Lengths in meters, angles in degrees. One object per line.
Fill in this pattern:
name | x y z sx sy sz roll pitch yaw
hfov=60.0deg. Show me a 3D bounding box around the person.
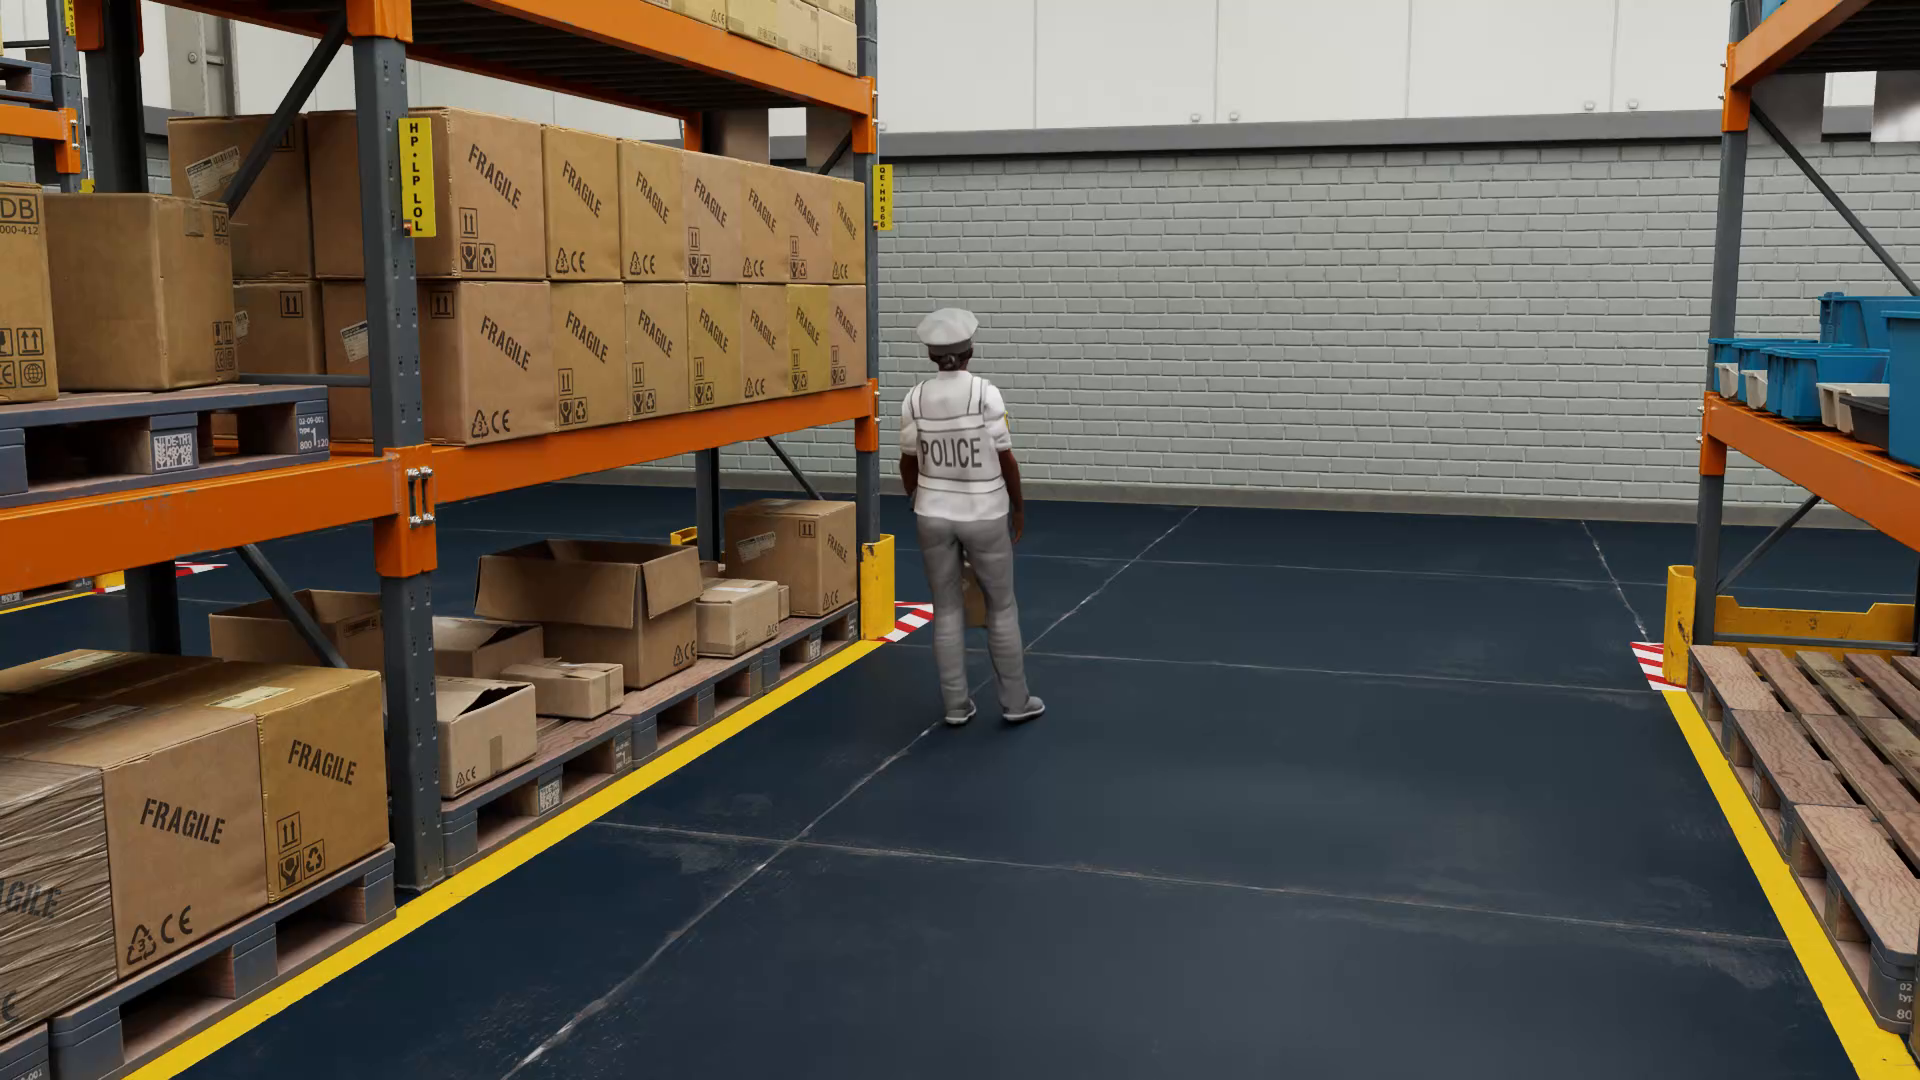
person | 0.043 -0.094 6.789 0.547 1.698 0.528 2 9 16
